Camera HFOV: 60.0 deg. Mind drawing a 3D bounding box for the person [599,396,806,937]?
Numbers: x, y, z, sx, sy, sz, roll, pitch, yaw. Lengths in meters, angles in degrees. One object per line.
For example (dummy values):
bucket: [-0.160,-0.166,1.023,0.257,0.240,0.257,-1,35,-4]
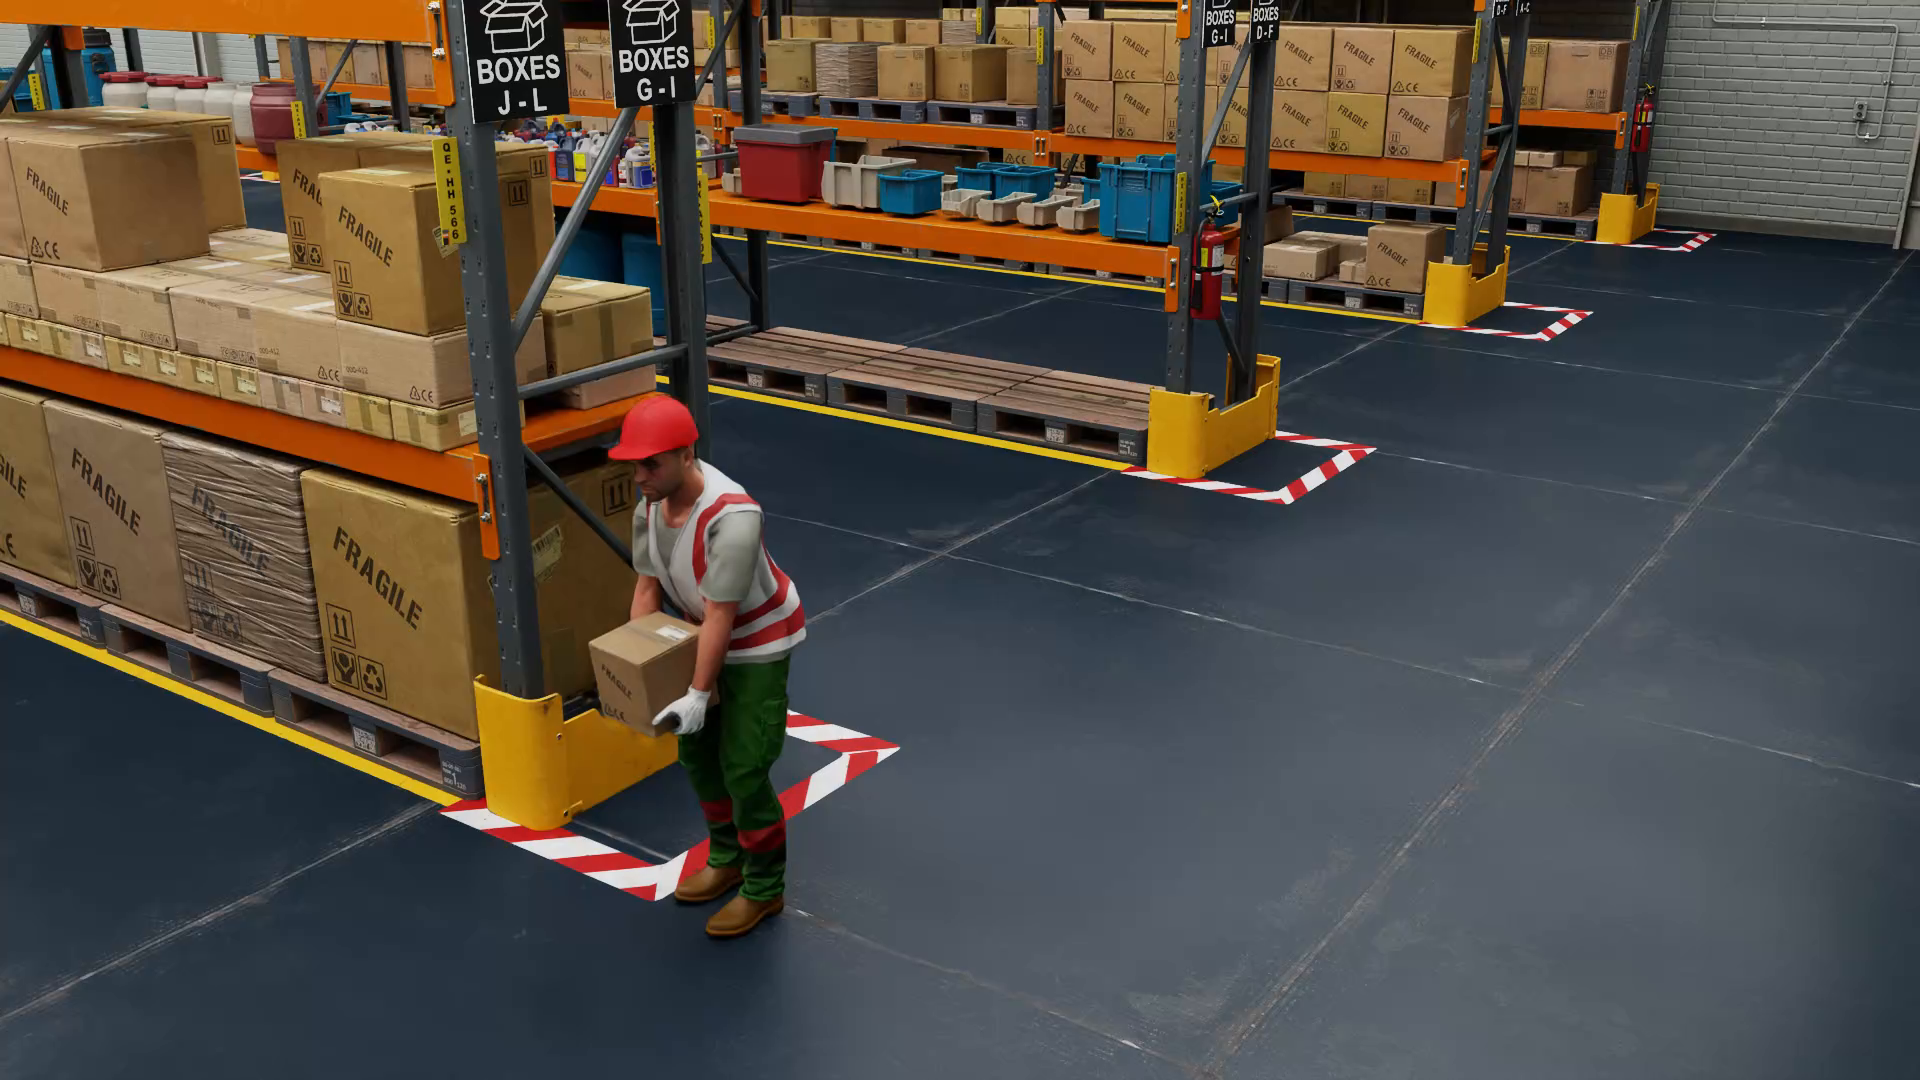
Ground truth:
person: [-0.763,0.384,5.051,0.482,1.725,0.607,18,27,42]
